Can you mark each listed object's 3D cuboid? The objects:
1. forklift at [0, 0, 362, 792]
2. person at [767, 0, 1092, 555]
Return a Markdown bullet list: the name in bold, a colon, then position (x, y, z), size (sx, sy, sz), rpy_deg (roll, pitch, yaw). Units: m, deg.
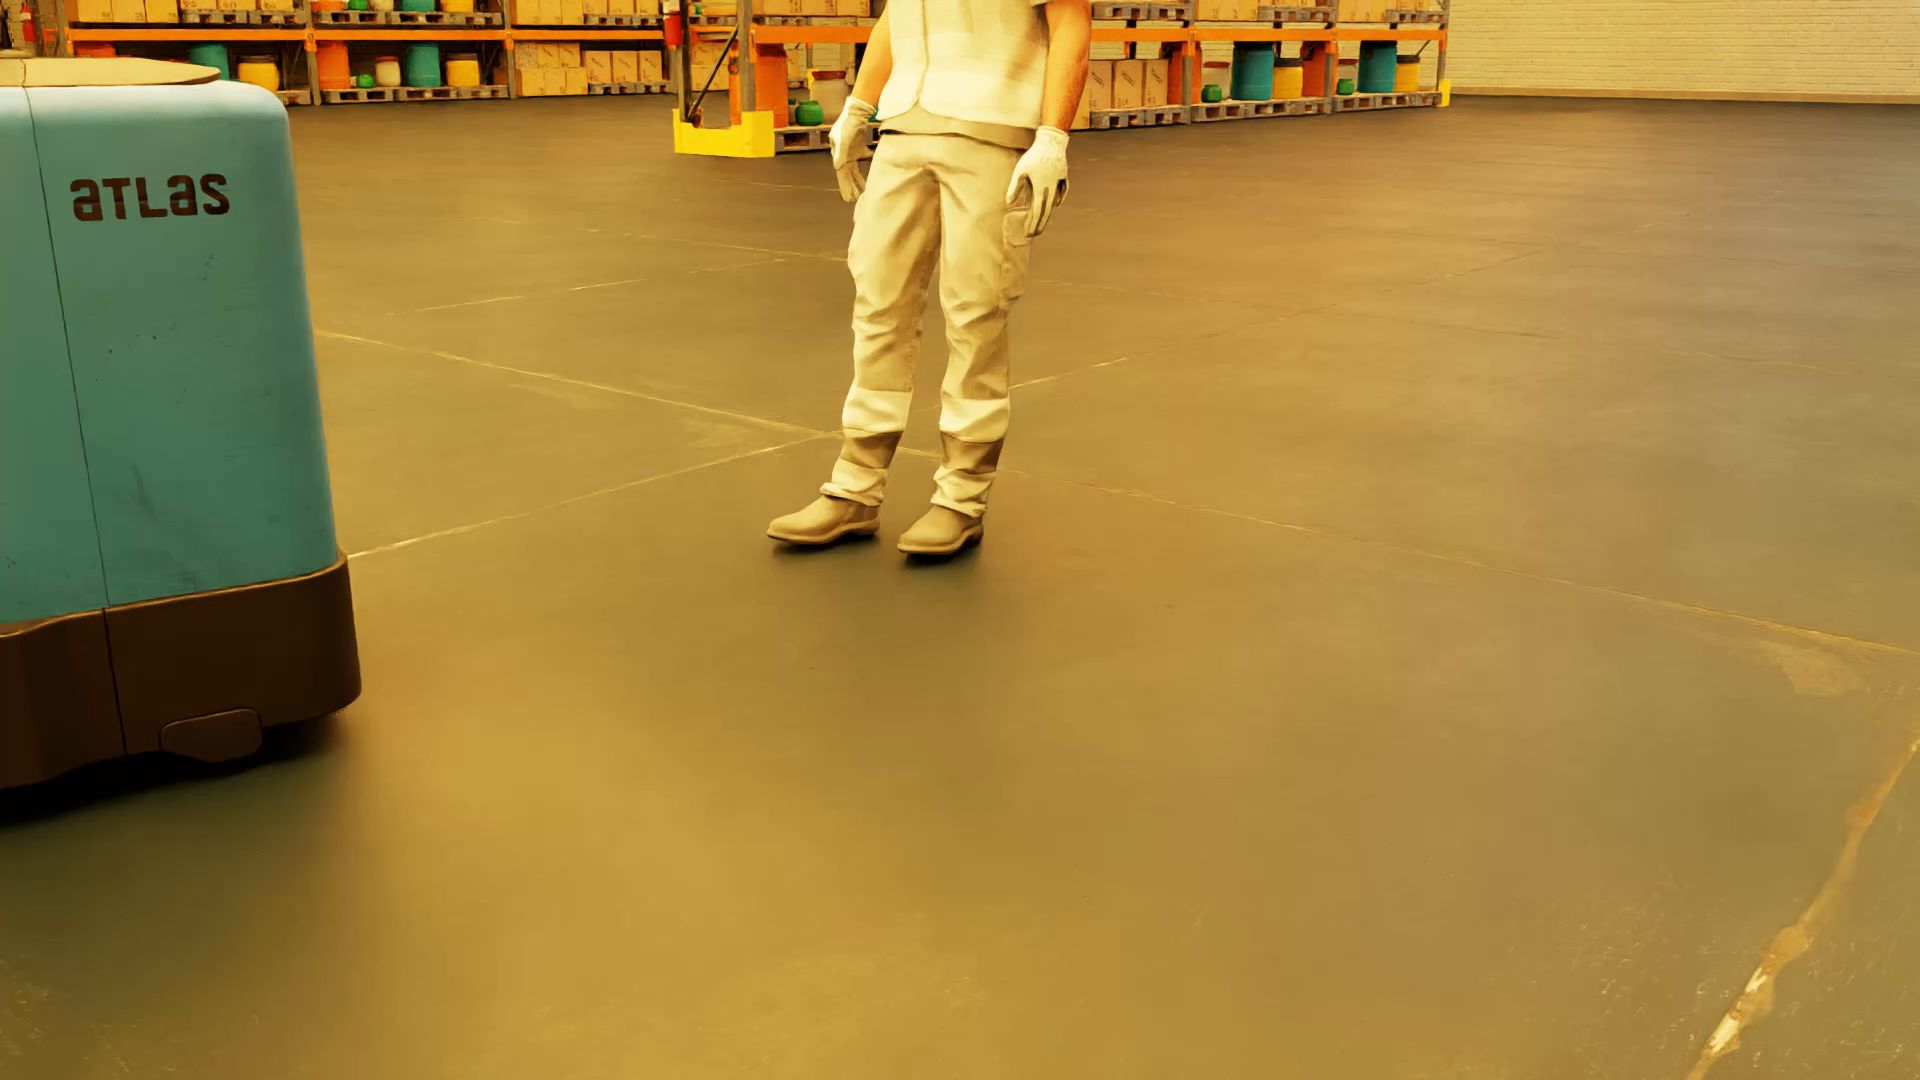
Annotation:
- **forklift**: position (-2.533, -0.945, 2.010), size (3.031, 2.935, 1.130), rpy_deg (-11, 20, -31)
- **person**: position (-0.061, -0.847, 3.628), size (0.637, 1.790, 0.562), rpy_deg (13, 21, 37)
